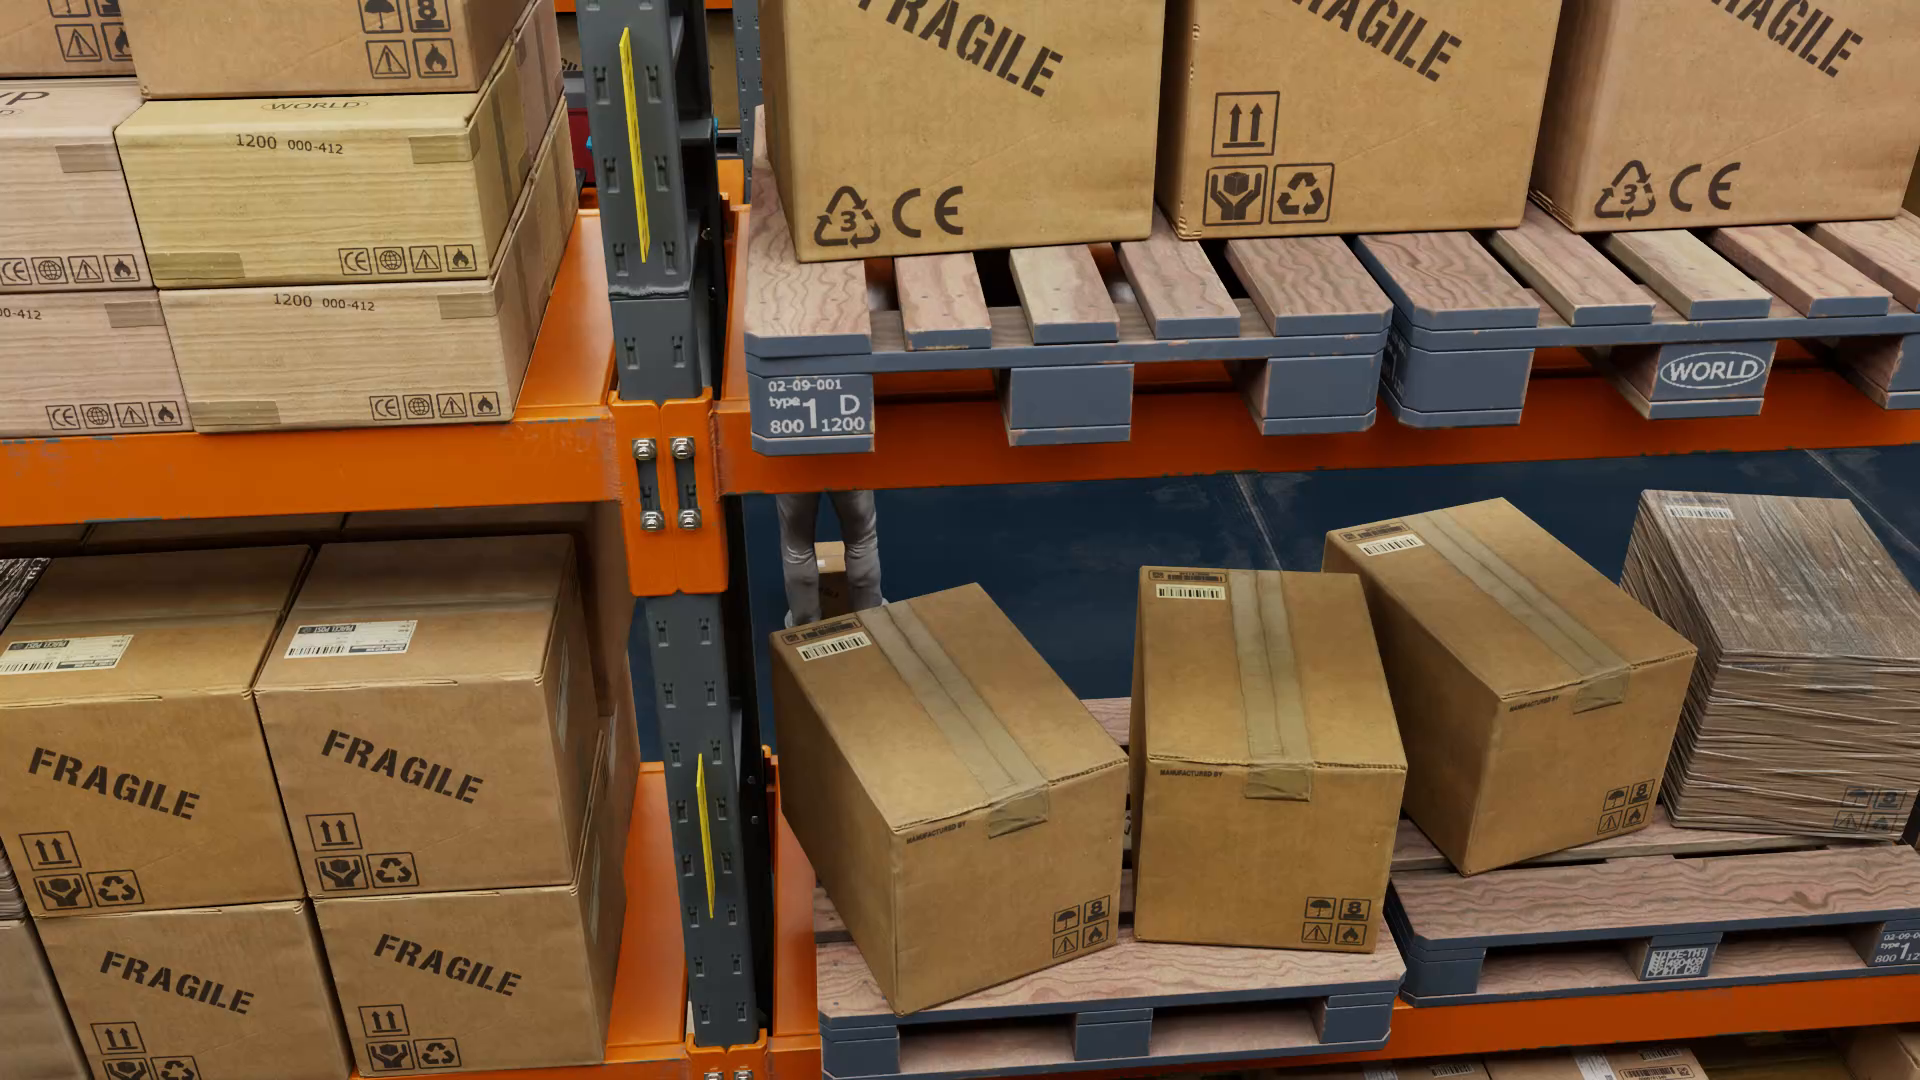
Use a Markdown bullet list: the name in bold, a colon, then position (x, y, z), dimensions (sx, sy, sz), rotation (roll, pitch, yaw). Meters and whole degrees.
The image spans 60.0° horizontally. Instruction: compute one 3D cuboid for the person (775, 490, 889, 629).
- **person**: position (-0.563, -0.352, 6.703), dimensions (0.638, 1.761, 0.459), rotation (-4, 31, -6)
